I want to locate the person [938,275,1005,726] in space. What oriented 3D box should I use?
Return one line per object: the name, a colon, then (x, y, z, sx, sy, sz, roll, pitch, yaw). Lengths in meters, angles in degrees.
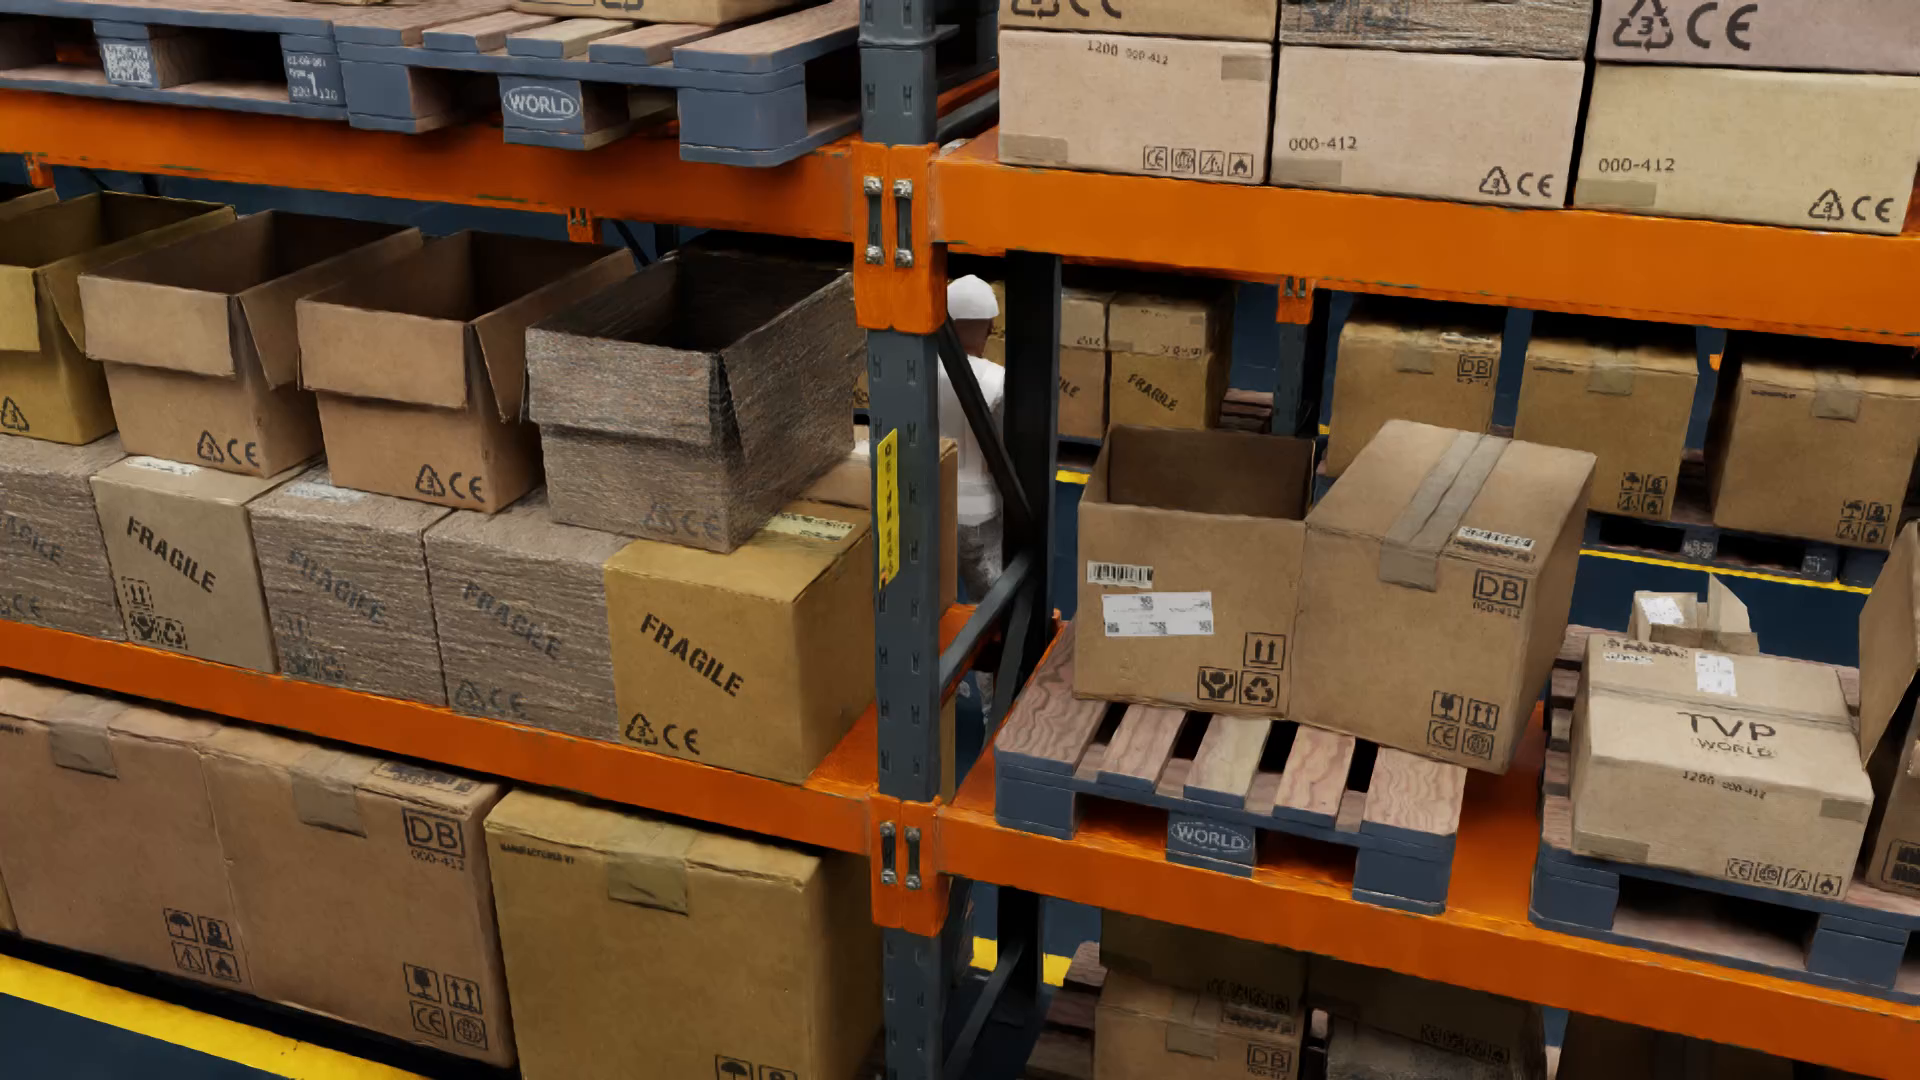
person: (0.016, -0.126, 6.299, 0.726, 1.762, 0.445, 12, 28, 24)
